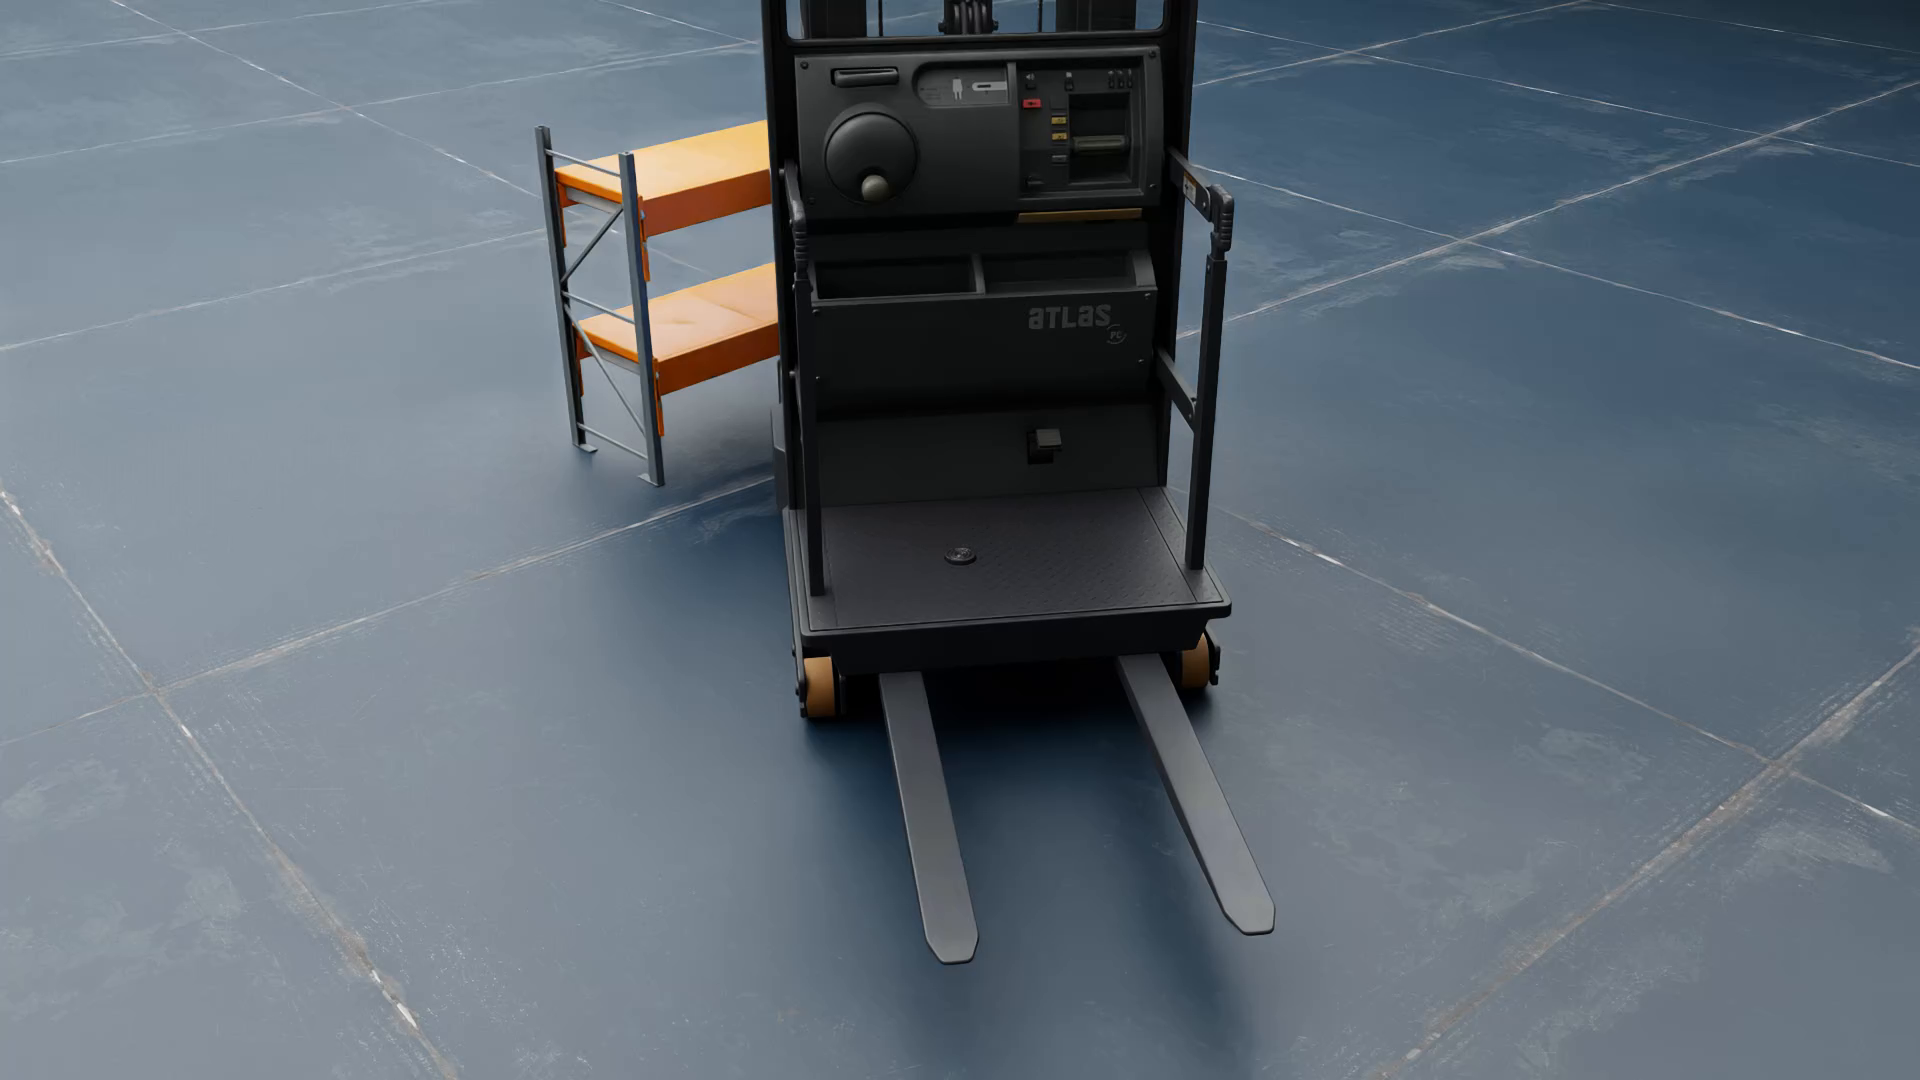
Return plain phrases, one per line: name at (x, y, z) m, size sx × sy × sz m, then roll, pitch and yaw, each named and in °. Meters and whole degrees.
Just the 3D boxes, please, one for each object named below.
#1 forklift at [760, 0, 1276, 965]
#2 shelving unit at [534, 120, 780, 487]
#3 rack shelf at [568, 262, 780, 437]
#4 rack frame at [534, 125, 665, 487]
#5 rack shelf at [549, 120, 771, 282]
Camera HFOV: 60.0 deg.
forklift at (0.086, -1.000, 4.012) m, size 1.130 × 2.935 × 3.031 m, roll -4°, pitch 28°, yaw -7°
shelving unit at (-0.829, -0.932, 5.800) m, size 0.538 × 1.125 × 1.048 m, roll 25°, pitch 37°, yaw 38°
rack shelf at (-0.829, -0.716, 5.915) m, size 0.538 × 0.278 × 1.000 m, roll 25°, pitch 37°, yaw 38°
rack frame at (-1.183, -0.760, 5.478) m, size 0.500 × 1.125 × 0.032 m, roll 25°, pitch 37°, yaw 38°
rack shelf at (-0.829, -1.190, 5.662) m, size 0.538 × 0.278 × 1.000 m, roll 25°, pitch 37°, yaw 38°
